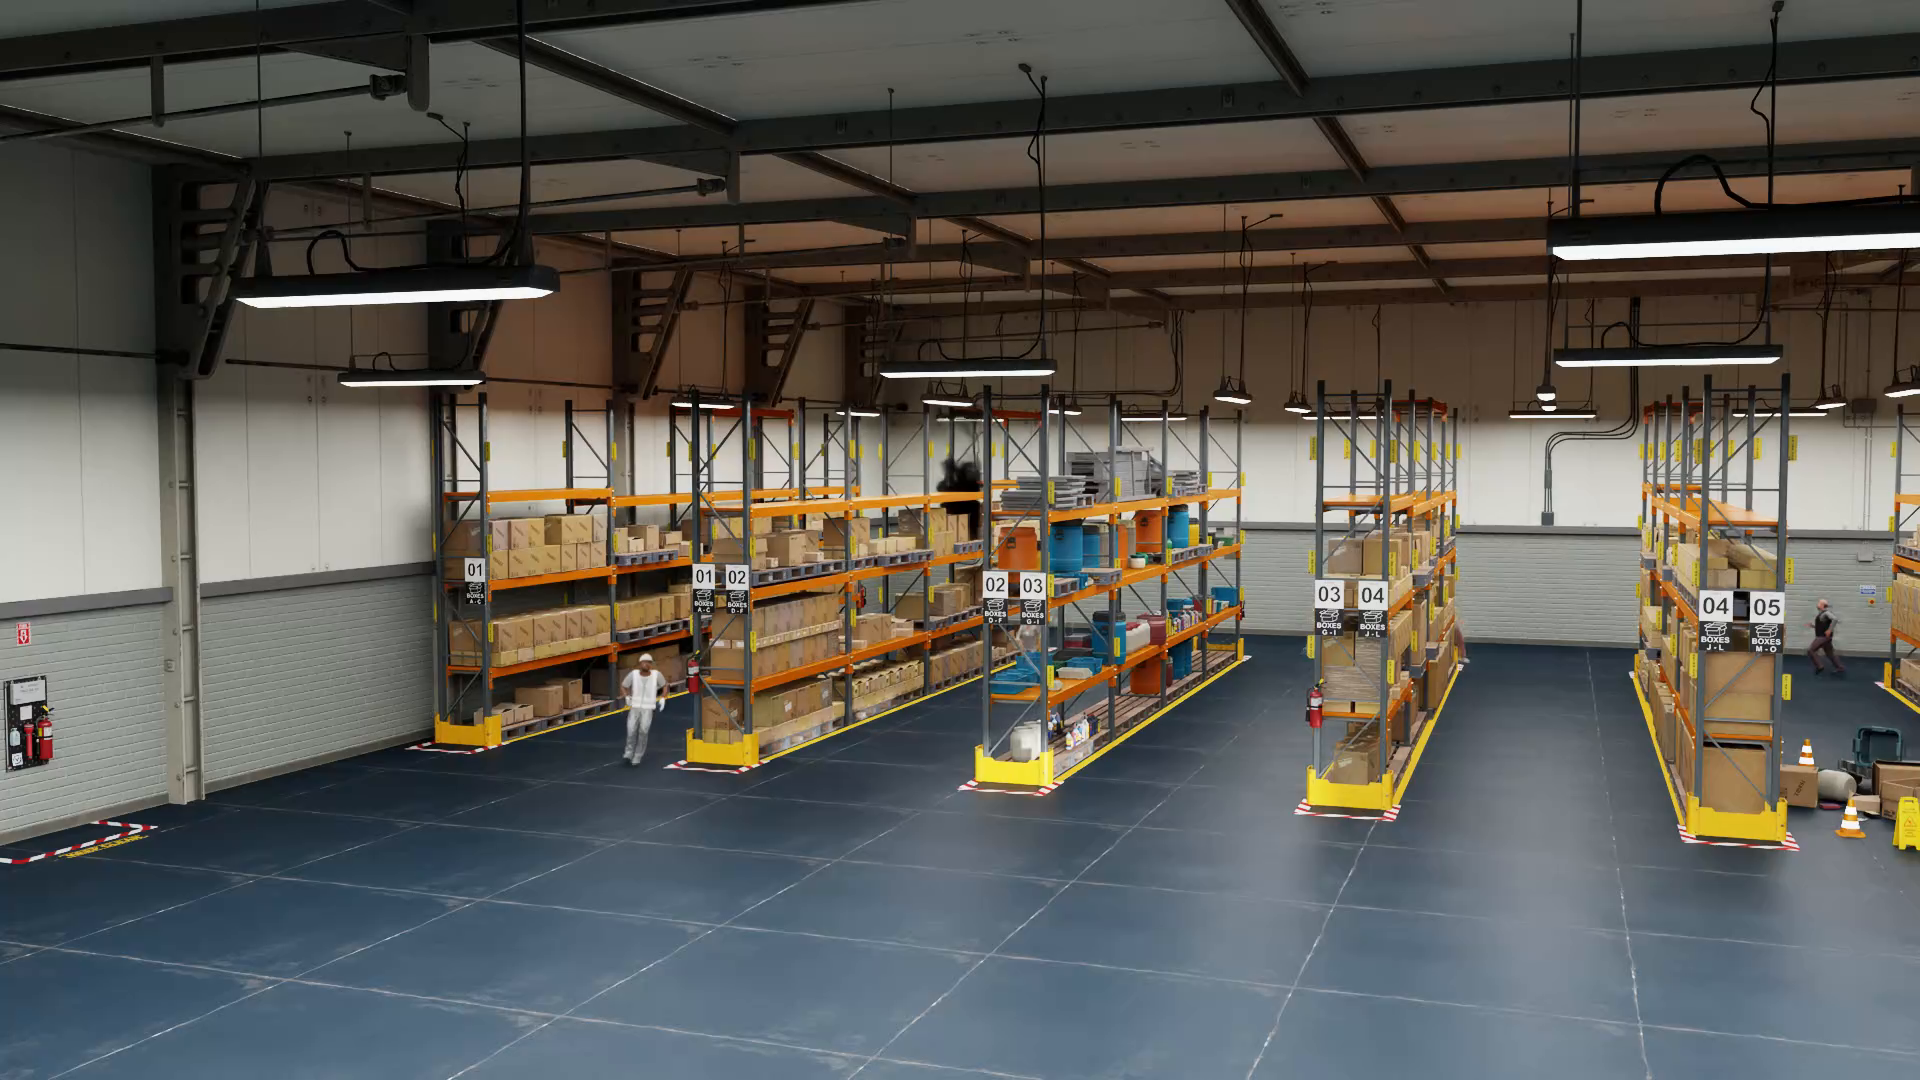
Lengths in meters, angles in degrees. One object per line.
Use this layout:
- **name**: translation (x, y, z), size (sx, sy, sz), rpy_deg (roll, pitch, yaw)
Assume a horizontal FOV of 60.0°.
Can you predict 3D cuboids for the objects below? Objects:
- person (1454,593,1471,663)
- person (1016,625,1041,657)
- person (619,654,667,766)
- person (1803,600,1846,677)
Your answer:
- **person**: translation (11.621, 2.078, 39.373), size (0.881, 1.654, 0.605), rpy_deg (2, 3, 28)
- **person**: translation (1.459, 2.355, 35.274), size (0.566, 1.581, 0.738), rpy_deg (1, 3, 14)
- **person**: translation (-5.086, 2.714, 26.689), size (0.745, 1.790, 0.674), rpy_deg (0, 3, -5)
- **person**: translation (19.117, 2.186, 36.780), size (0.870, 1.732, 0.661), rpy_deg (2, 3, 27)
